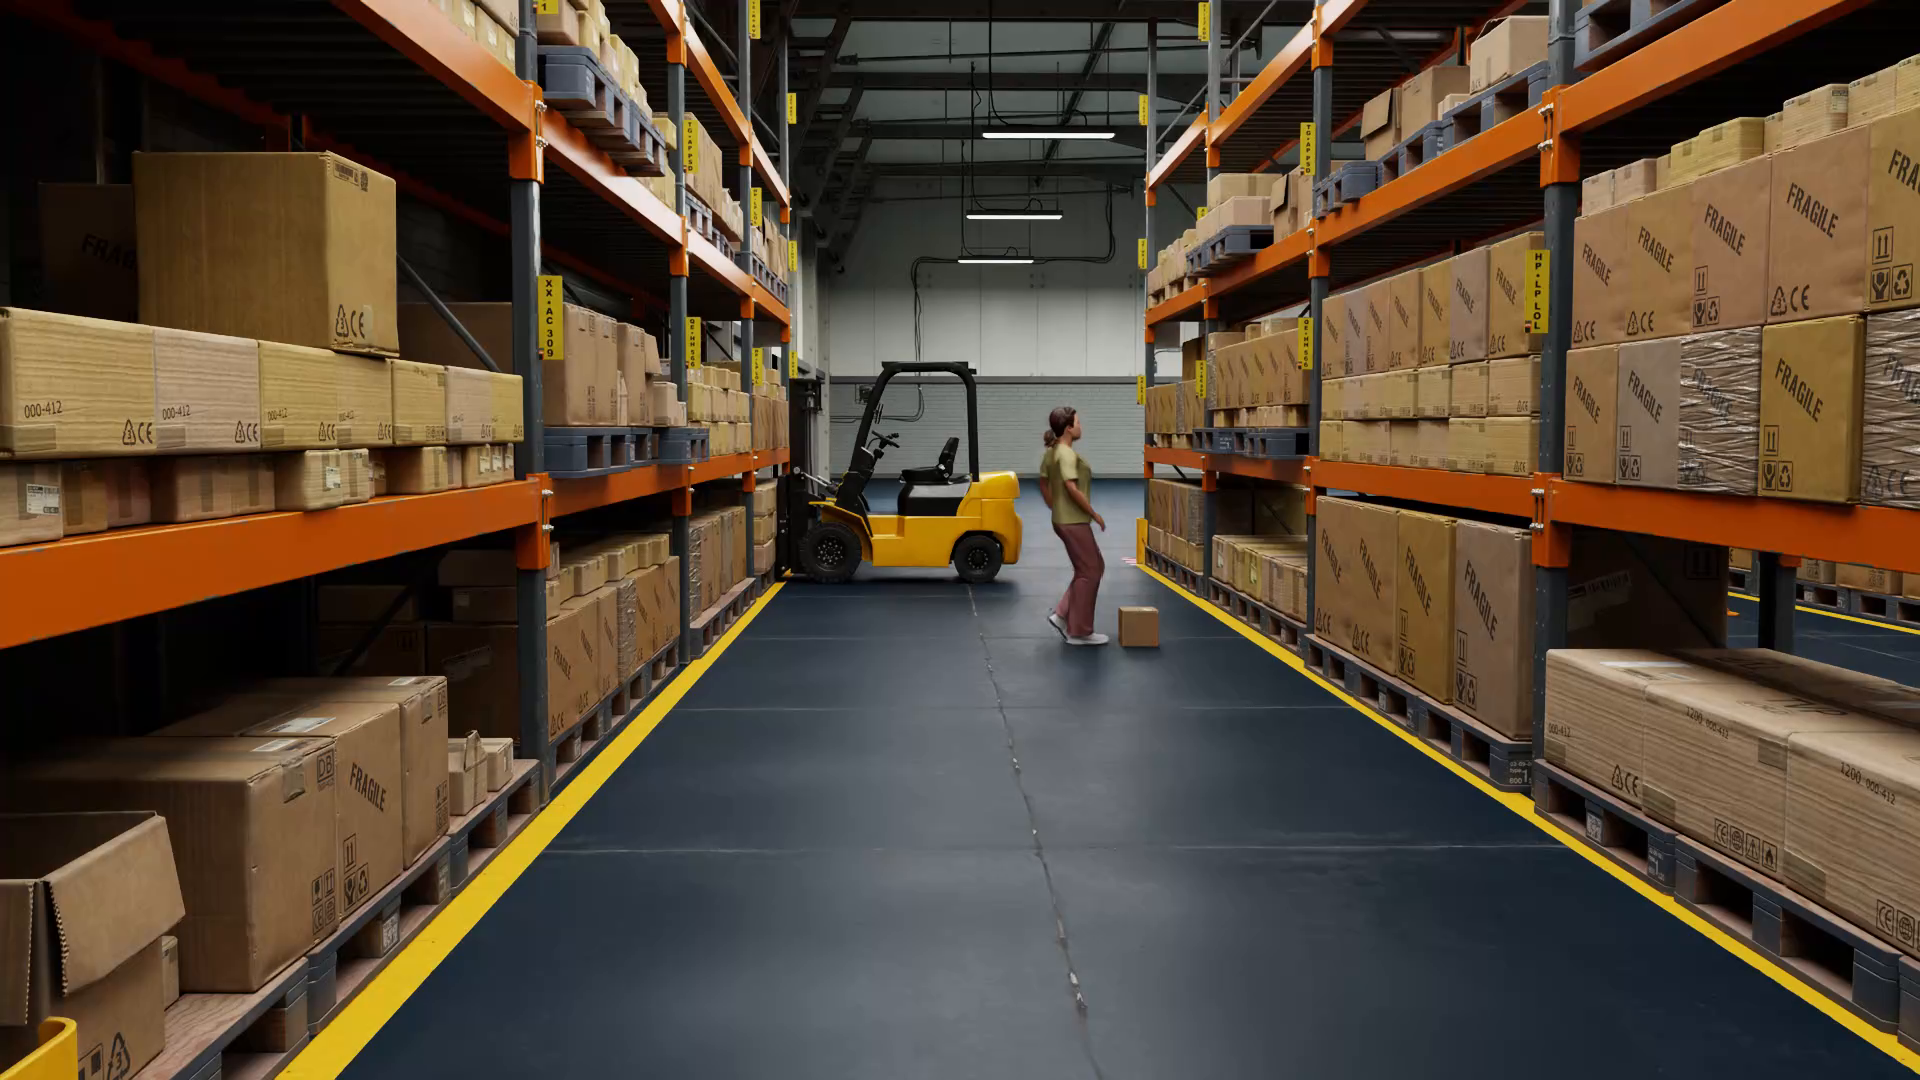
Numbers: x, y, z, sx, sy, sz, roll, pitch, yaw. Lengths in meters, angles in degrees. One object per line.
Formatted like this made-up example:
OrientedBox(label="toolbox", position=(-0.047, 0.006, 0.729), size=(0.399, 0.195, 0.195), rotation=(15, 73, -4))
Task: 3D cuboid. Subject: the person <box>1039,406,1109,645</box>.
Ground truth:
OrientedBox(label="person", position=(0.800, -0.078, 11.552), size=(0.484, 1.695, 0.555), rotation=(-1, 4, -10))
